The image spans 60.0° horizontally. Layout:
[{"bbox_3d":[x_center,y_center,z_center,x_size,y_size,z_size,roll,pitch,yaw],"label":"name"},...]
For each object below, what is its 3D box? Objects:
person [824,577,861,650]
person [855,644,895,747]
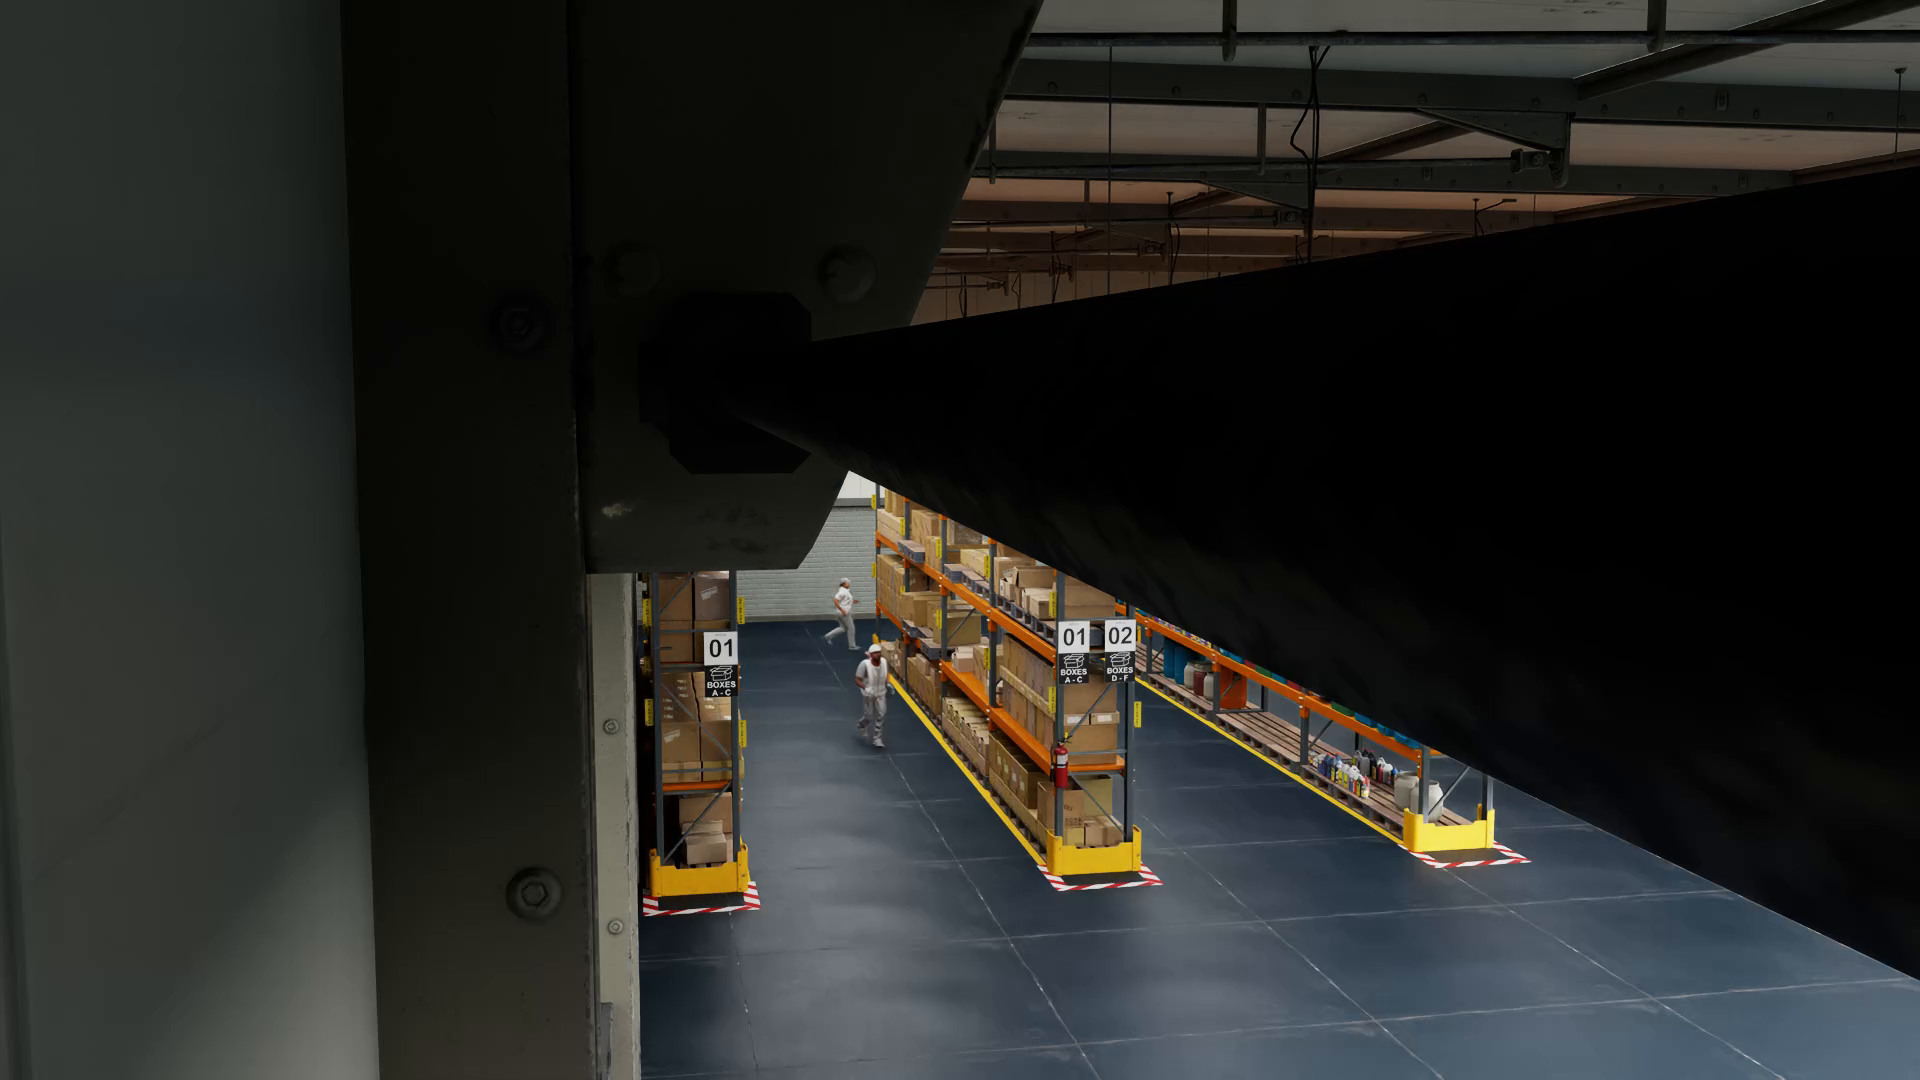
[{"bbox_3d":[-2.642,1.658,37.468,0.829,1.643,0.595,-1,6,-5],"label":"person"},{"bbox_3d":[-1.495,2.593,28.063,0.682,1.739,0.831,-3,6,-25],"label":"person"}]
